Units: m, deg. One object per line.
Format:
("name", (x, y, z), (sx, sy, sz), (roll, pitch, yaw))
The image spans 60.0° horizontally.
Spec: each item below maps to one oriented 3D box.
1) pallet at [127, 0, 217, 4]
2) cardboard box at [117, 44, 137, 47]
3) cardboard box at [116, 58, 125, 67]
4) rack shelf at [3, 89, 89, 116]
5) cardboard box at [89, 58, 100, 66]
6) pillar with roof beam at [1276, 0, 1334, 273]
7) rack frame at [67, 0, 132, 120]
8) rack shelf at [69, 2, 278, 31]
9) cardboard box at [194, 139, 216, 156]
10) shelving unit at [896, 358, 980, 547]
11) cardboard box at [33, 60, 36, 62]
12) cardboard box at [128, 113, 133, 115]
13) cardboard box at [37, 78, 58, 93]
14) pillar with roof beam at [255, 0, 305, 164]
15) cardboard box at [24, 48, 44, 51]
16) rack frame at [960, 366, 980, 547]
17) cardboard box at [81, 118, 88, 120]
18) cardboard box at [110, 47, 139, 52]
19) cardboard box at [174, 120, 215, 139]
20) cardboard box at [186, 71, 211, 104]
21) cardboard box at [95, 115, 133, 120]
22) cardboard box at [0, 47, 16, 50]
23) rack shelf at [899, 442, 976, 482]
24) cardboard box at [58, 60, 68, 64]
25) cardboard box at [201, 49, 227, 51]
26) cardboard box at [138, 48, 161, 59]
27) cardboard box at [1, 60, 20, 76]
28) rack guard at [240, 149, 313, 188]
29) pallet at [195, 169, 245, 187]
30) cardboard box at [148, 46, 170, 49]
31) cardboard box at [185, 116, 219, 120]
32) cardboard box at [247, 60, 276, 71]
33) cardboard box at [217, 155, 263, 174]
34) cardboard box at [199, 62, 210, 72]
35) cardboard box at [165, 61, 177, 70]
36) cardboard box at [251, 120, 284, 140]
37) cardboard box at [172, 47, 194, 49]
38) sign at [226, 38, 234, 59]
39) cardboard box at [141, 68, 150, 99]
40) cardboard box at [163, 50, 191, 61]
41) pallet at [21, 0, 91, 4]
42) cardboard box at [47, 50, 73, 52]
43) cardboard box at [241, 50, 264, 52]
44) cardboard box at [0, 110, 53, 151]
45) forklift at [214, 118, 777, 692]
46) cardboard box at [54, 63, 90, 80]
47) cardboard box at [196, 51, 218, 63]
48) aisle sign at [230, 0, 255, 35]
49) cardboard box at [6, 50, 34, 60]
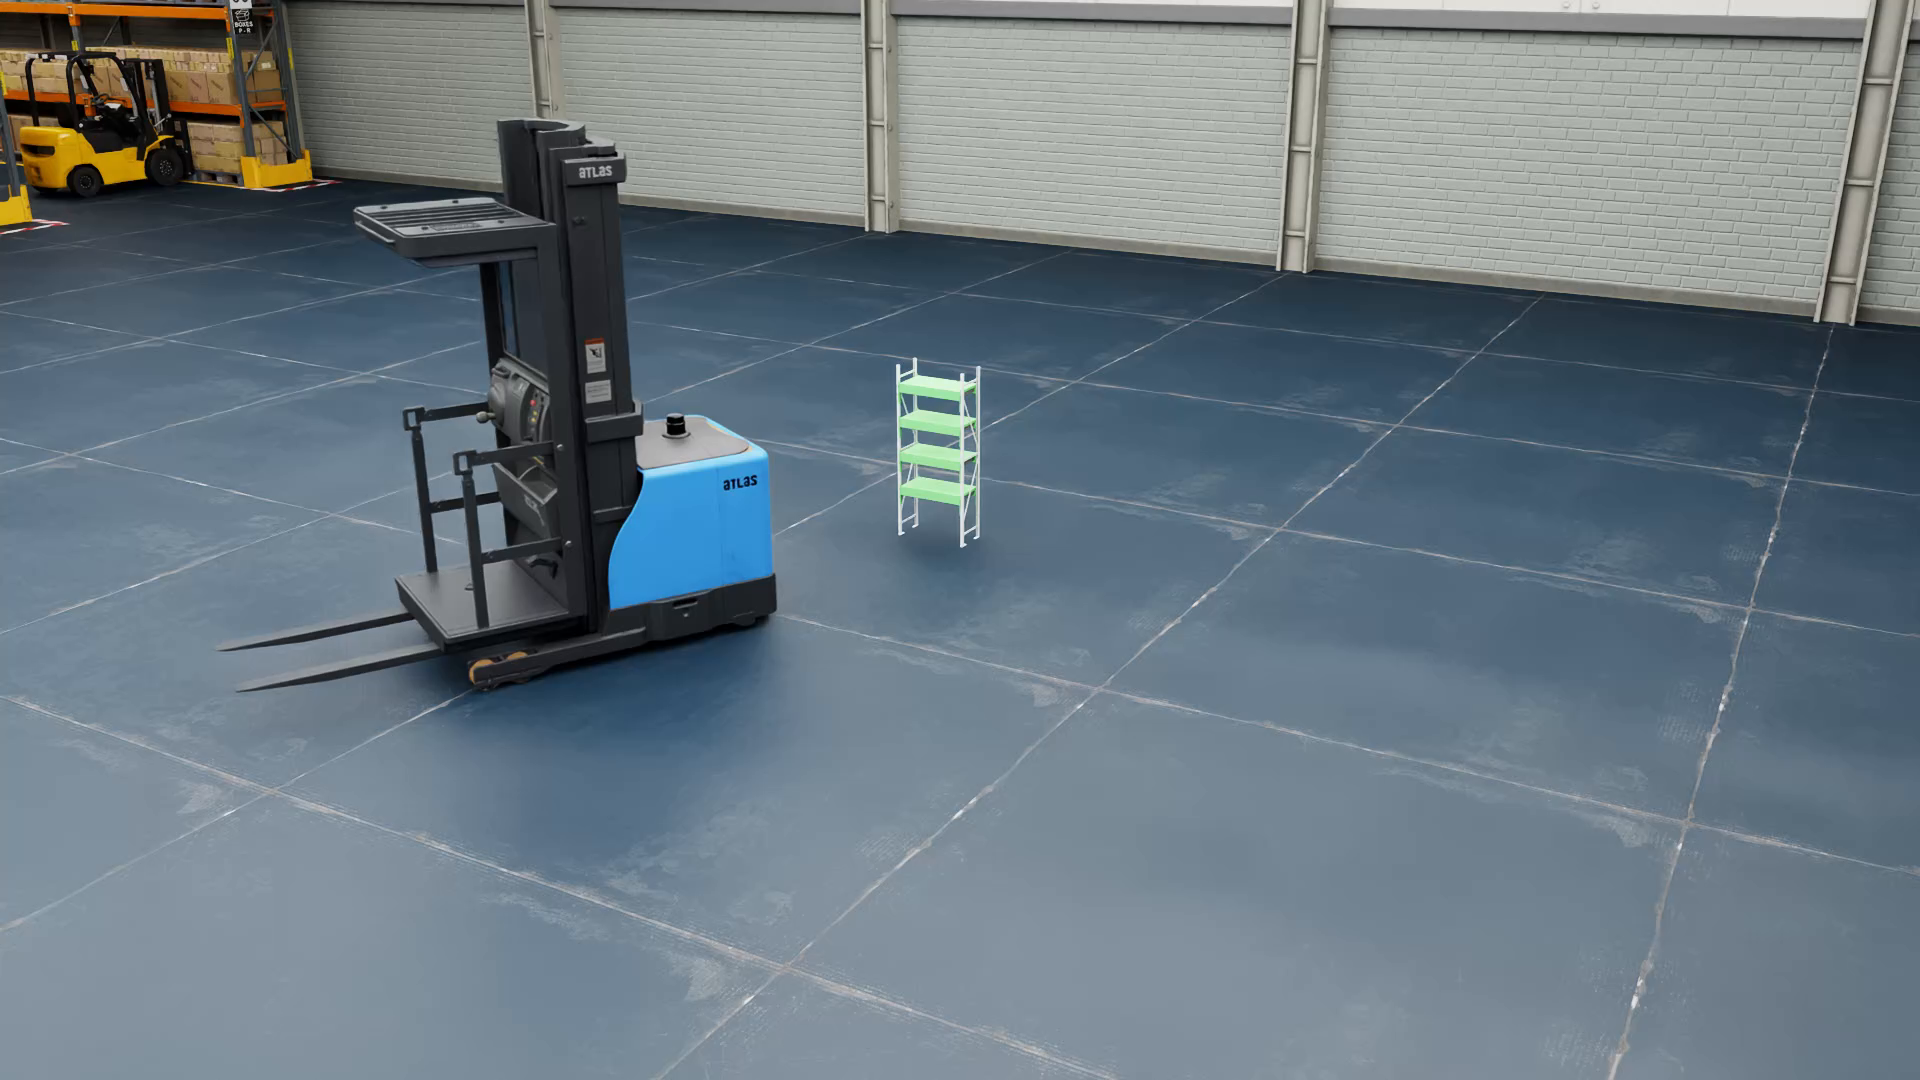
("pallet", (-13.068, -9.066, 27.689), (1.213, 0.211, 1.003), (11, 23, 27))
("cardboard box", (-14.460, -8.563, 29.039), (0.250, 0.149, 0.380), (11, 23, 27))
("cardboard box", (-14.089, -8.114, 28.238), (0.250, 0.149, 0.380), (11, 23, 28))
("rack shelf", (-16.632, -8.029, 30.155), (4.000, 0.370, 1.077), (11, 23, 27))
("cardboard box", (-14.736, -8.255, 28.626), (0.250, 0.149, 0.380), (10, 22, 26))
("pillar with roof beam", (2.052, -6.298, 15.532), (0.400, 9.000, 9.100), (11, 23, 27))
("rack frame", (-14.886, -8.034, 29.115), (0.127, 3.000, 1.000), (11, 23, 27))
("rack shelf", (-13.140, -8.774, 27.810), (4.000, 0.370, 1.077), (11, 23, 27))
("cardboard box", (-12.404, -6.583, 27.799), (0.500, 0.250, 0.500), (11, 22, 27))
("shelving unit", (-0.145, -0.592, 11.236), (0.503, 1.200, 0.258), (11, 23, 27))
("cardboard box", (-16.207, -8.537, 29.404), (0.250, 0.149, 0.380), (10, 22, 26))
("cardboard box", (-14.362, -7.385, 29.275), (0.500, 0.250, 0.500), (11, 23, 28))
("cardboard box", (-15.895, -8.052, 29.383), (0.500, 0.250, 0.500), (11, 22, 27))
("pillar with roof beam", (-13.662, -9.292, 23.784), (0.400, 9.000, 9.100), (11, 23, 27))
("cardboard box", (-16.819, -8.883, 30.357), (0.250, 0.149, 0.380), (10, 22, 26))
("rack frame", (0.069, -0.551, 11.125), (0.015, 1.200, 0.240), (11, 23, 27))
("cardboard box", (-15.347, -7.199, 29.679), (0.625, 0.625, 0.875), (12, 23, 30))
("cardboard box", (-14.253, -8.328, 28.392), (0.250, 0.149, 0.380), (10, 22, 26))
("cardboard box", (-12.842, -6.892, 27.916), (0.500, 0.250, 0.500), (11, 23, 28))
("cardboard box", (-12.400, -7.509, 27.520), (0.500, 0.500, 0.500), (12, 23, 29))
("cardboard box", (-14.617, -7.235, 28.863), (0.500, 0.250, 0.500), (10, 22, 26))
("cardboard box", (-17.516, -8.986, 30.641), (0.250, 0.149, 0.380), (11, 23, 27))
("rack shelf", (-0.145, -0.532, 11.258), (0.480, 0.148, 0.258), (11, 23, 27))
("cardboard box", (-15.527, -8.415, 29.065), (0.250, 0.149, 0.380), (10, 22, 27))
("cardboard box", (-12.484, -8.156, 27.915), (0.250, 0.149, 0.380), (12, 23, 29))
("cardboard box", (-13.589, -8.194, 28.022), (0.250, 0.149, 0.380), (11, 23, 27))
("cardboard box", (-16.767, -8.464, 29.787), (0.500, 0.250, 0.500), (11, 23, 28))
("rack guard", (-11.373, -6.190, 27.697), (0.348, 0.500, 1.175), (11, 23, 27))
("pallet", (-12.082, -6.173, 28.073), (1.213, 0.211, 1.003), (11, 23, 27))
("cardboard box", (-13.775, -8.446, 28.716), (0.250, 0.149, 0.380), (10, 22, 26))
("cardboard box", (-13.035, -7.136, 28.589), (0.500, 0.250, 0.500), (10, 22, 26))
("cardboard box", (-11.564, -7.855, 27.522), (0.250, 0.149, 0.380), (10, 22, 26))
("cardboard box", (-11.958, -6.258, 27.635), (0.500, 0.250, 0.500), (11, 23, 28))
("cardboard box", (-12.268, -7.790, 27.345), (0.250, 0.149, 0.380), (11, 23, 28))
("cardboard box", (-12.965, -7.901, 27.651), (0.250, 0.149, 0.380), (11, 23, 28))
("cardboard box", (-11.721, -6.880, 27.884), (0.500, 0.250, 0.500), (10, 22, 26))
("cardboard box", (-13.152, -8.289, 28.283), (0.250, 0.149, 0.380), (12, 23, 29))
("sign", (-11.671, -7.866, 26.605), (0.005, 0.325, 0.100), (11, 23, 27))
("cardboard box", (-13.721, -7.764, 28.224), (0.500, 0.500, 0.500), (11, 22, 27))
("cardboard box", (-12.973, -8.040, 27.597), (0.250, 0.149, 0.380), (11, 23, 28))
("pallet", (-15.663, -9.497, 29.030), (1.217, 0.209, 0.805), (10, 22, 25))
("cardboard box", (-16.176, -8.736, 29.953), (0.250, 0.149, 0.380), (11, 22, 27))
("cardboard box", (-11.785, -8.043, 27.606), (0.250, 0.149, 0.380), (12, 23, 29))
("cardboard box", (-17.266, -7.567, 30.692), (0.625, 0.625, 0.875), (12, 23, 29))
("forklift", (-2.623, -0.760, 9.161), (3.031, 2.935, 1.130), (-12, 23, -30))
("cardboard box", (-15.440, -8.204, 29.071), (0.500, 0.250, 0.500), (10, 22, 26))
("cardboard box", (-12.282, -7.925, 27.280), (0.250, 0.149, 0.380), (11, 23, 28))
("aisle sign", (-11.480, -8.493, 26.567), (0.004, 0.787, 0.394), (11, 23, 27))
("cardboard box", (-16.838, -8.685, 29.811), (0.250, 0.149, 0.380), (11, 23, 27))
